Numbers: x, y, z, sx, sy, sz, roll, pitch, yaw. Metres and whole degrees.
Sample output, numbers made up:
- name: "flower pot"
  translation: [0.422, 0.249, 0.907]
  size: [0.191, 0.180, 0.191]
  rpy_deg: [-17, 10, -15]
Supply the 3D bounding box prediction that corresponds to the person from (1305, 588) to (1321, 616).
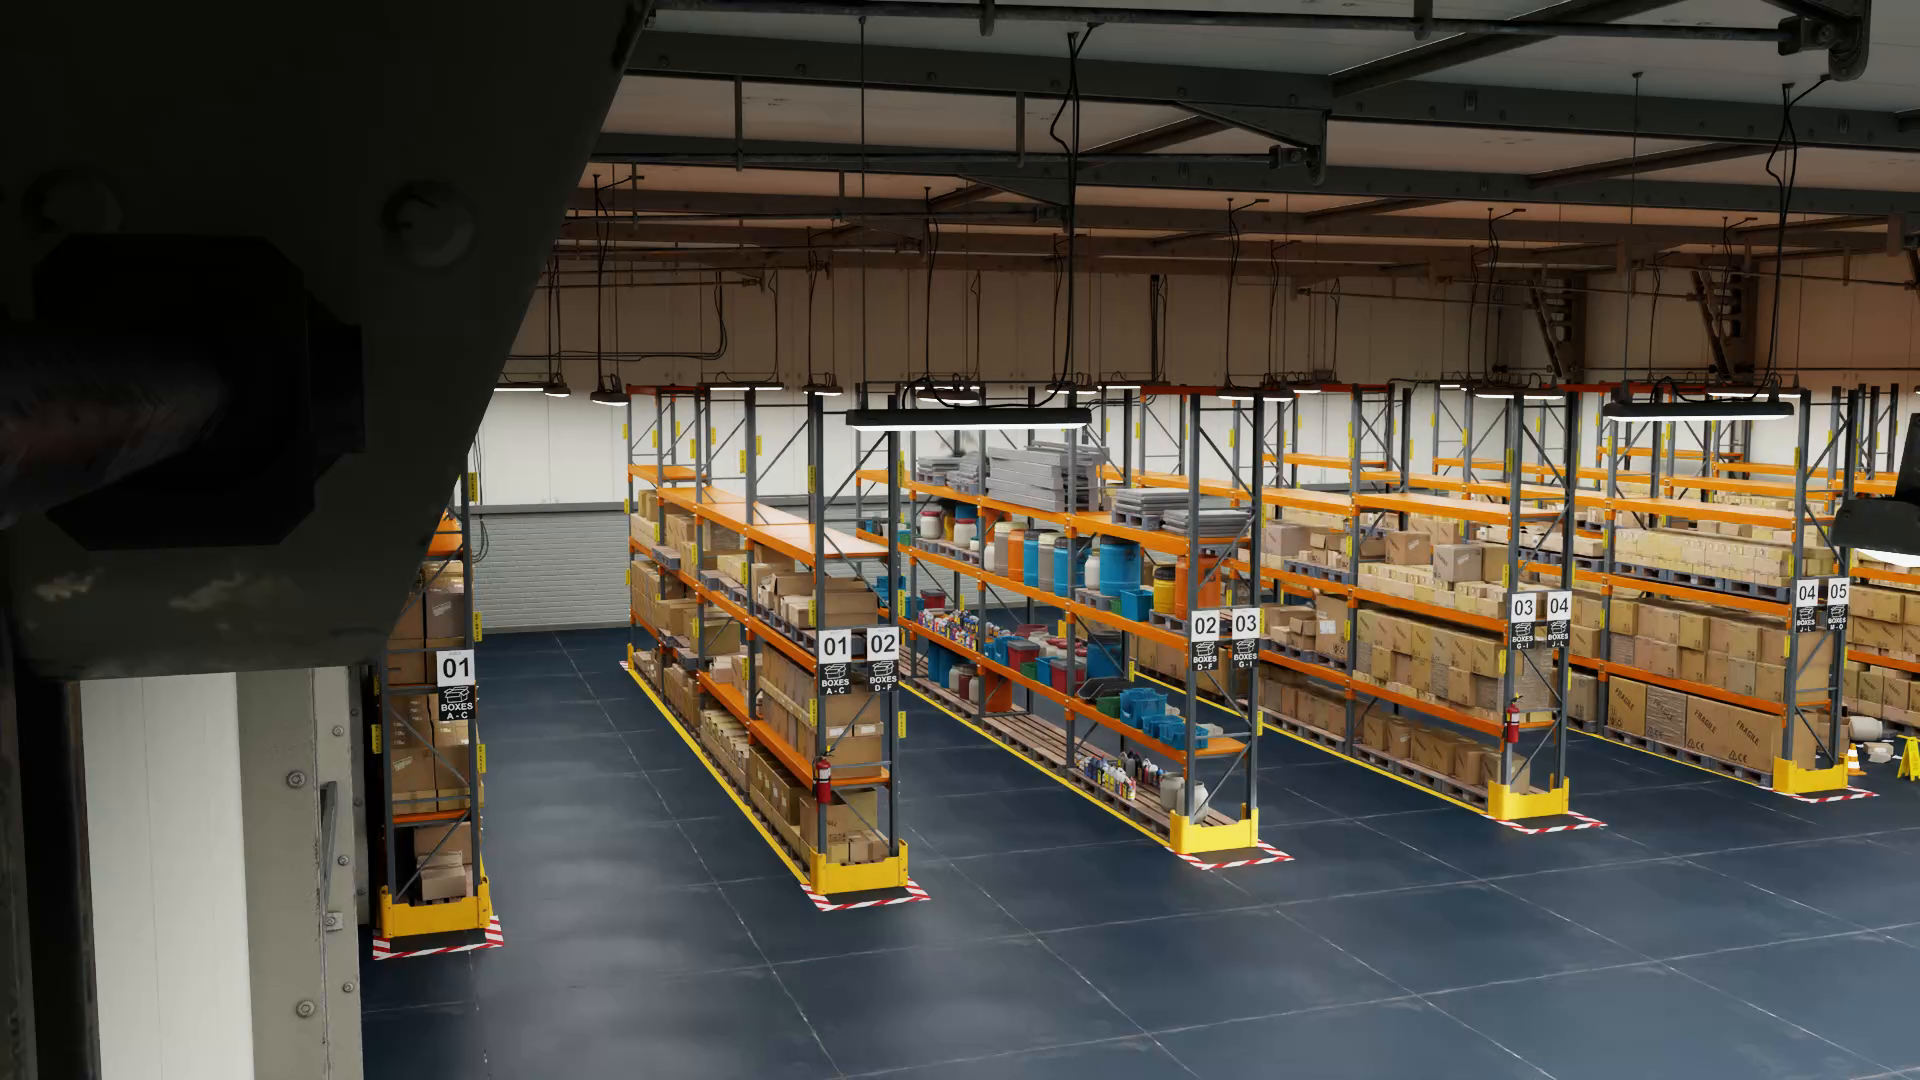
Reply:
- name: "person"
  translation: [7.520, 1.850, 34.853]
  size: [0.660, 1.674, 1.066]
  rpy_deg: [-2, 6, -15]
